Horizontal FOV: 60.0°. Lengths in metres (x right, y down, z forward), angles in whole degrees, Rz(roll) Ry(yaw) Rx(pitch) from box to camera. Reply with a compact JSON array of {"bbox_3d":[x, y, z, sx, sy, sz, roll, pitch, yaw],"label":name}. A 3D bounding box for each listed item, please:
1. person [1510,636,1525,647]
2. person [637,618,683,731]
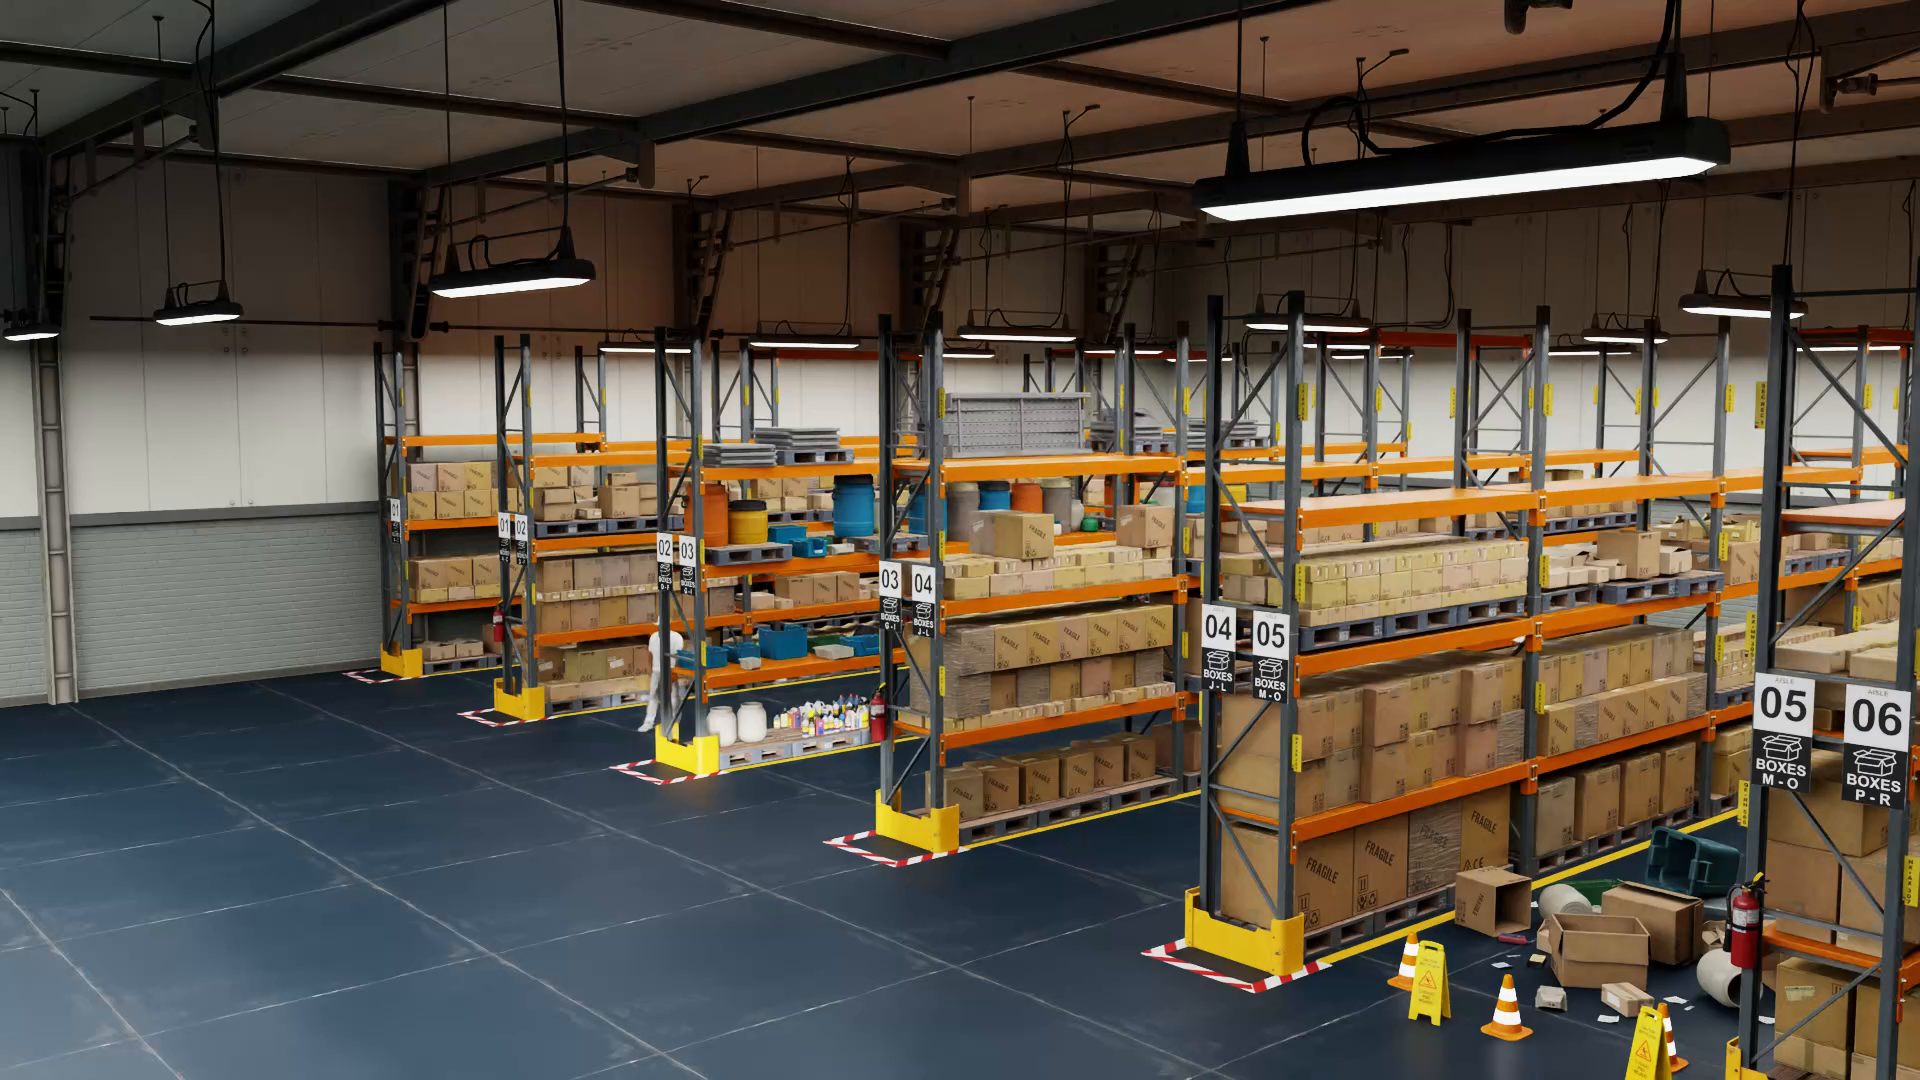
[{"bbox_3d":[8.198,2.158,23.840,0.709,1.682,0.707,-3,6,-32],"label":"person"},{"bbox_3d":[-4.491,1.984,25.211,0.593,1.718,0.950,1,5,9],"label":"person"}]
